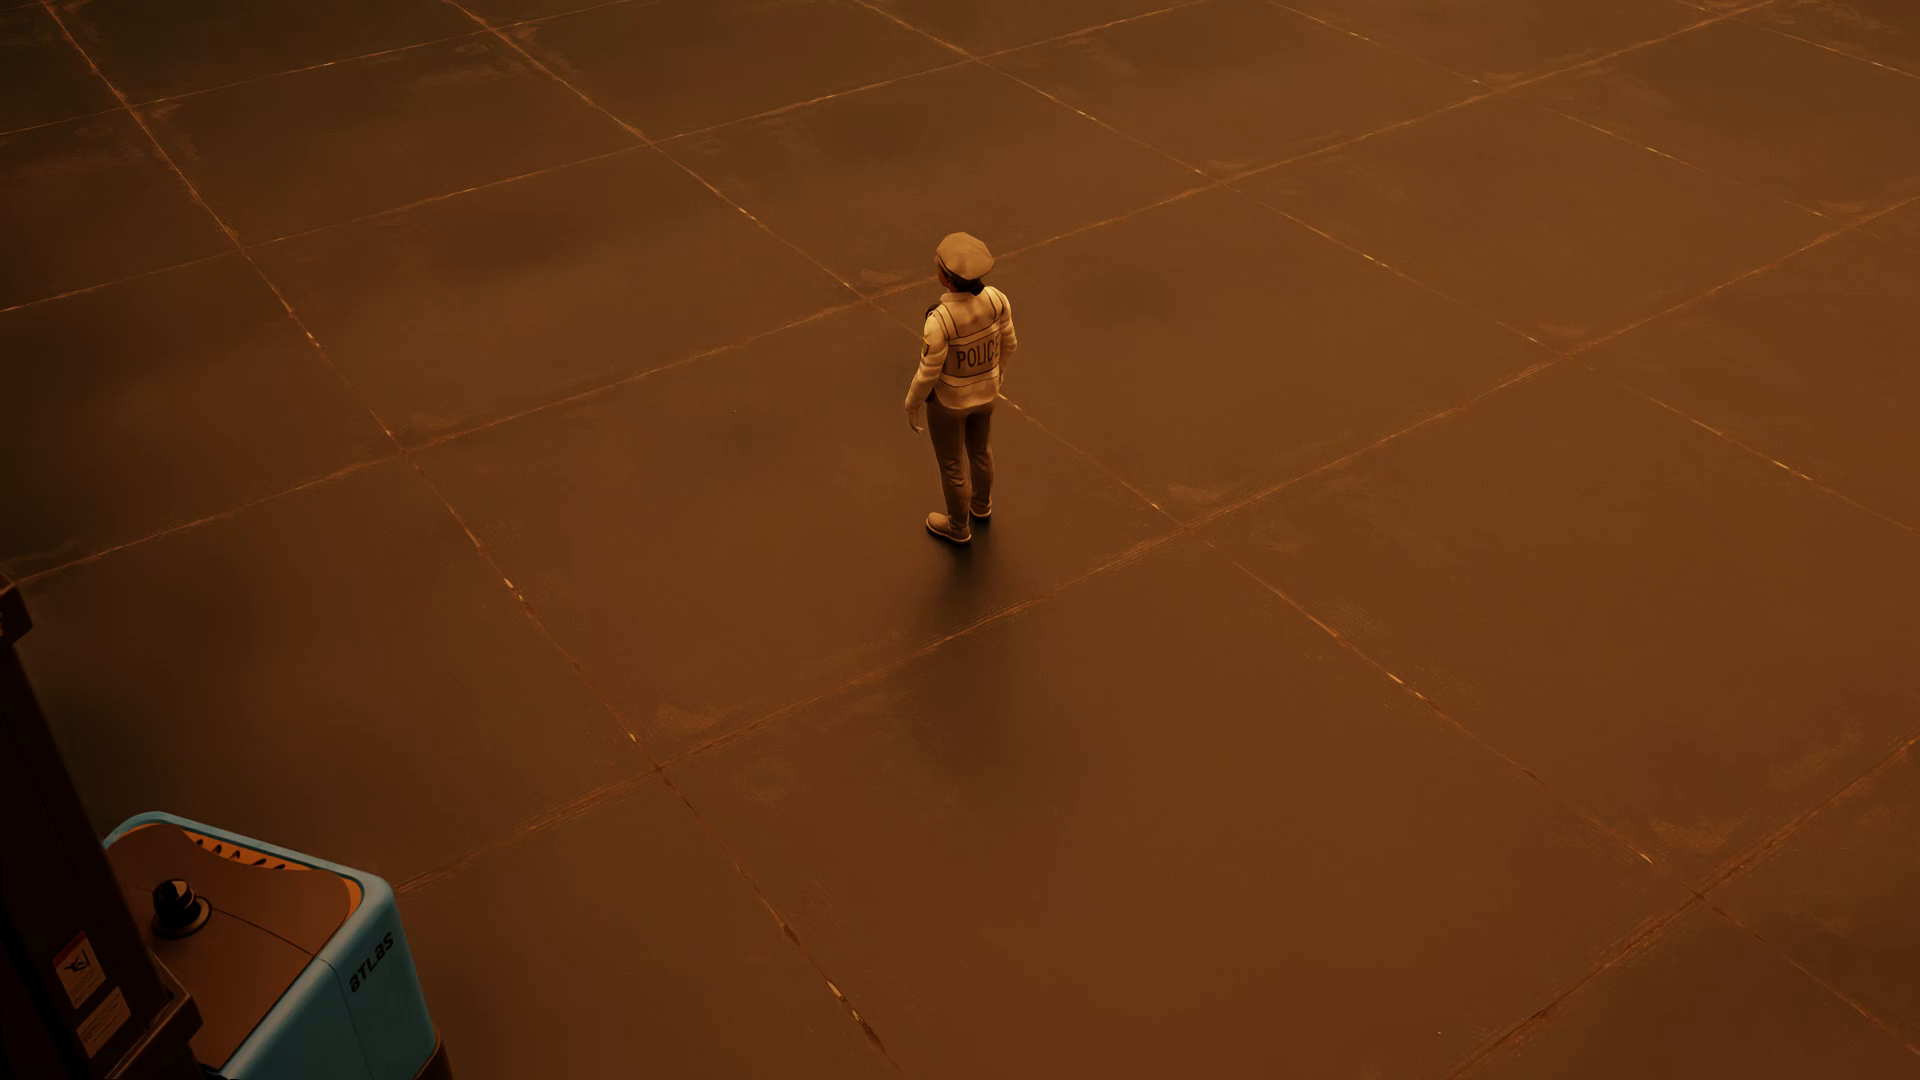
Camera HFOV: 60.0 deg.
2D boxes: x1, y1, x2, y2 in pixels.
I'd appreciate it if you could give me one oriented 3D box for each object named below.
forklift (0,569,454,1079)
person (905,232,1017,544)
[{"bbox_3d":[-2.719,1.474,3.951,1.130,2.935,3.031,12,38,16],"label":"forklift"},{"bbox_3d":[-0.034,-0.723,7.950,0.587,1.694,0.530,-23,42,-28],"label":"person"}]
